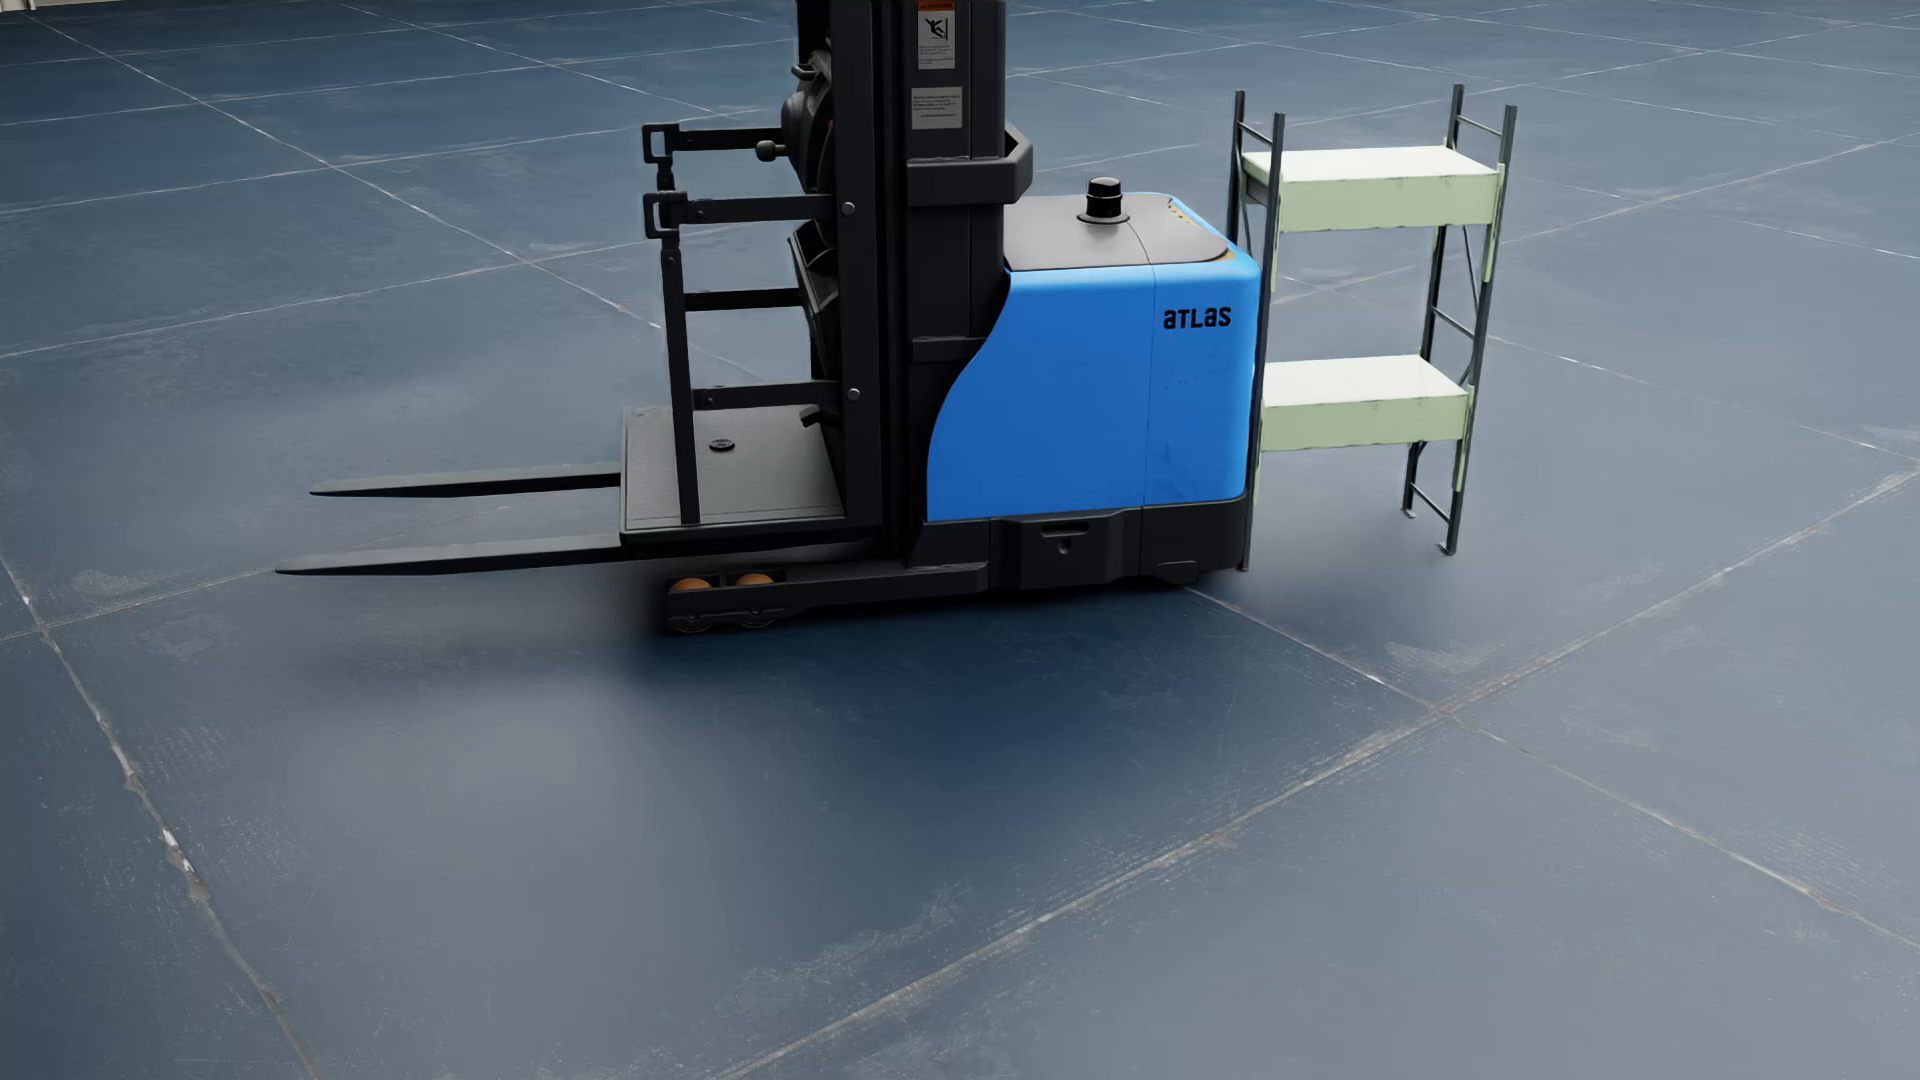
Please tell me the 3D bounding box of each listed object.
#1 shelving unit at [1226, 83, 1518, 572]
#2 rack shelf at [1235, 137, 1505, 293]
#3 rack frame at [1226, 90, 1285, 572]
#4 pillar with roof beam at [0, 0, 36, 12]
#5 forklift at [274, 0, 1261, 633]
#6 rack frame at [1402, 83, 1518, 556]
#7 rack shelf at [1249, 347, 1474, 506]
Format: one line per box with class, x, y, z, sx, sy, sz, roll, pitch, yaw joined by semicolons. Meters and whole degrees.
shelving unit;1.275;-0.685;5.443;0.755;1.500;0.431;-4;25;-9
rack shelf;1.275;-1.039;5.279;0.720;0.370;0.431;-4;25;-9
rack frame;0.914;-0.659;5.388;0.023;1.500;0.400;-4;25;-9
pillar with roof beam;-7.810;-8.521;13.421;0.400;9.000;9.100;-18;31;-34
forklift;-0.637;-1.282;5.031;3.031;2.935;1.130;-4;25;-9
rack frame;1.636;-0.710;5.499;0.023;1.500;0.400;-4;25;-9
rack shelf;1.275;-0.389;5.581;0.720;0.370;0.431;-4;25;-9
